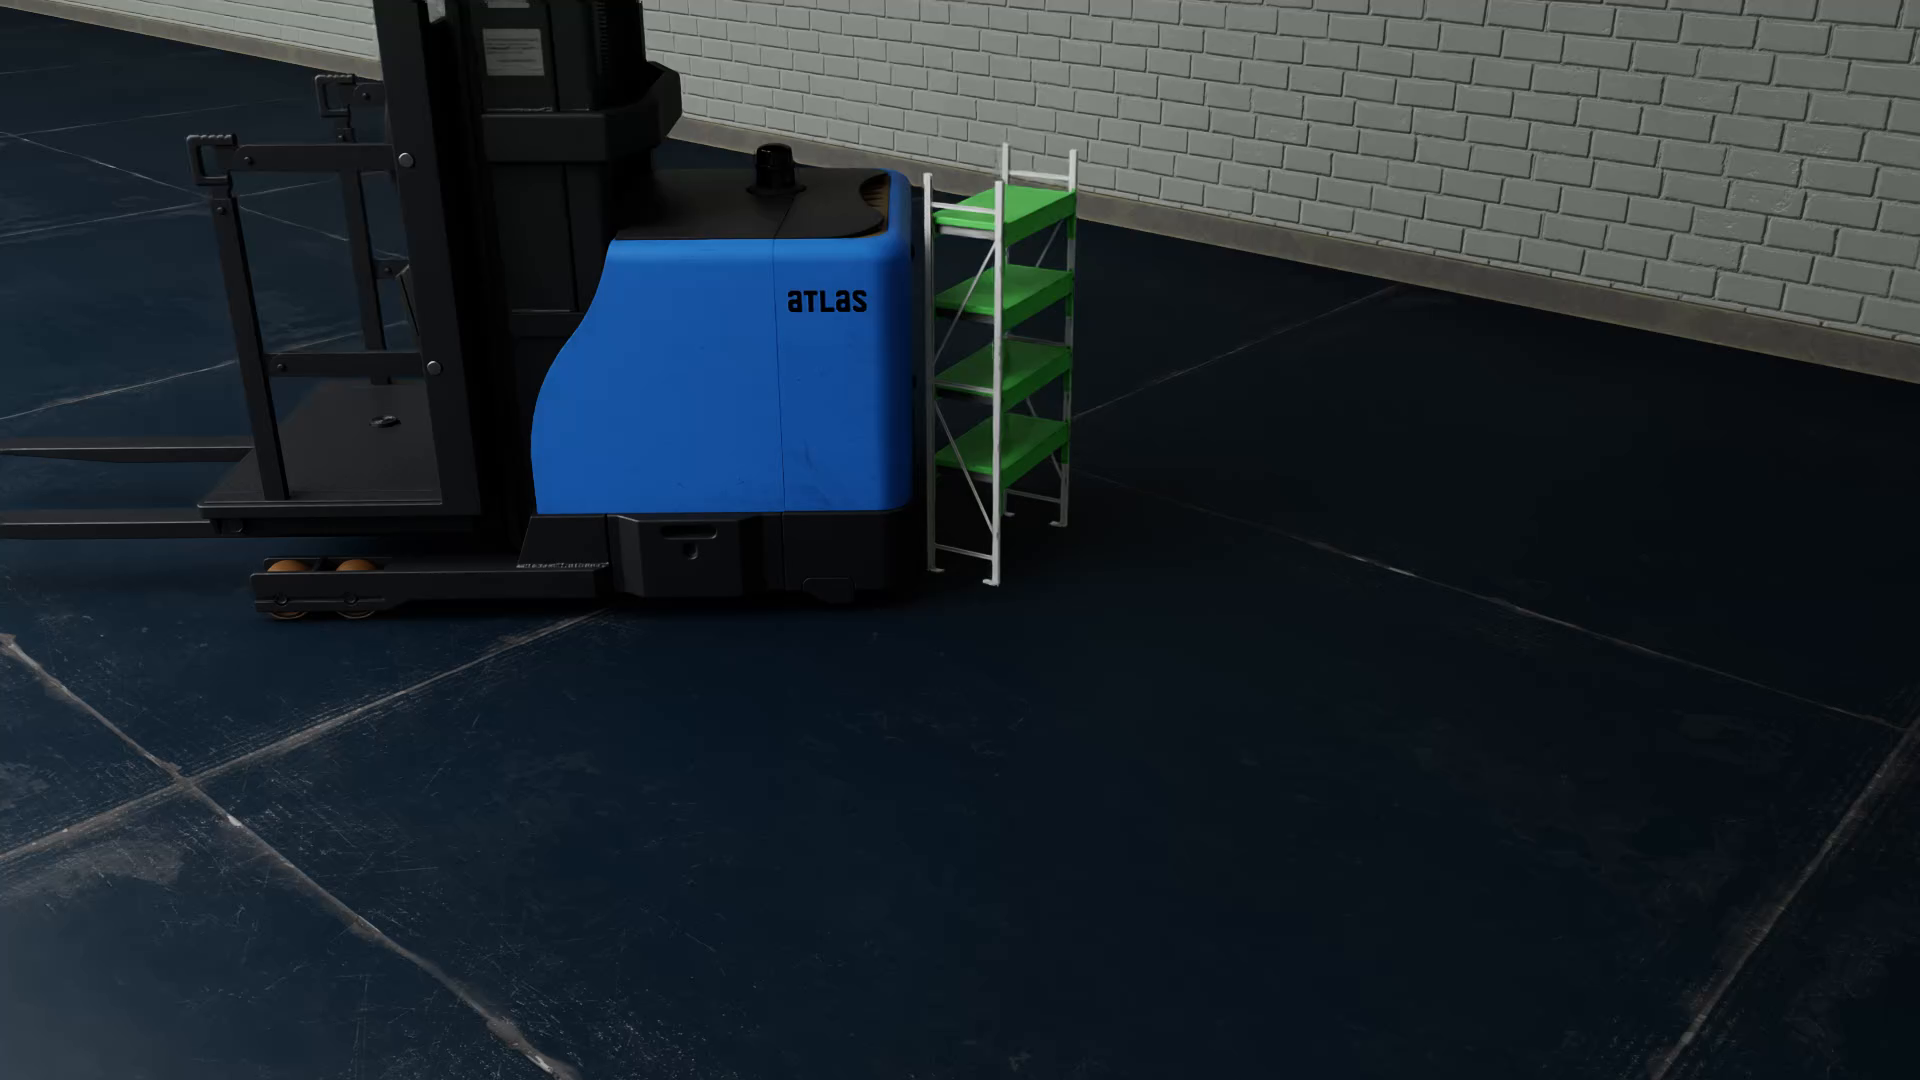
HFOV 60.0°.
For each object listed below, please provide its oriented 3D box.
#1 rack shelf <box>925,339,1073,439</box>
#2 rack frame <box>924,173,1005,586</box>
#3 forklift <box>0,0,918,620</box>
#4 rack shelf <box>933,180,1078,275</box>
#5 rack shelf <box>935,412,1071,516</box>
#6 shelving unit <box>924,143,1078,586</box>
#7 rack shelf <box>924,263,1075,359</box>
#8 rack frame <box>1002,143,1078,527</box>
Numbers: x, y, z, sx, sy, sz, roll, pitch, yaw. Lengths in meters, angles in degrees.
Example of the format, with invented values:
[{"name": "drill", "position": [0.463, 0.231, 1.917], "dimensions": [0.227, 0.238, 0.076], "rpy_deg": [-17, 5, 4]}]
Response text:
[{"name": "rack shelf", "position": [0.123, -0.467, 4.980], "dimensions": [0.258, 0.148, 0.480], "rpy_deg": [12, 27, 25]}, {"name": "rack frame", "position": [0.010, -0.436, 4.757], "dimensions": [0.240, 1.200, 0.015], "rpy_deg": [12, 27, 25]}, {"name": "forklift", "position": [-1.647, -1.330, 4.633], "dimensions": [3.031, 2.935, 1.130], "rpy_deg": [-1, 24, -1]}, {"name": "rack shelf", "position": [0.123, -0.905, 4.784], "dimensions": [0.258, 0.148, 0.480], "rpy_deg": [12, 27, 25]}, {"name": "rack shelf", "position": [0.123, -0.248, 5.078], "dimensions": [0.258, 0.148, 0.480], "rpy_deg": [12, 27, 25]}, {"name": "shelving unit", "position": [0.123, -0.525, 4.954], "dimensions": [0.258, 1.200, 0.503], "rpy_deg": [12, 27, 25]}, {"name": "rack shelf", "position": [0.123, -0.686, 4.882], "dimensions": [0.258, 0.148, 0.480], "rpy_deg": [12, 27, 25]}, {"name": "rack frame", "position": [0.236, -0.613, 5.152], "dimensions": [0.240, 1.200, 0.015], "rpy_deg": [12, 27, 25]}]
